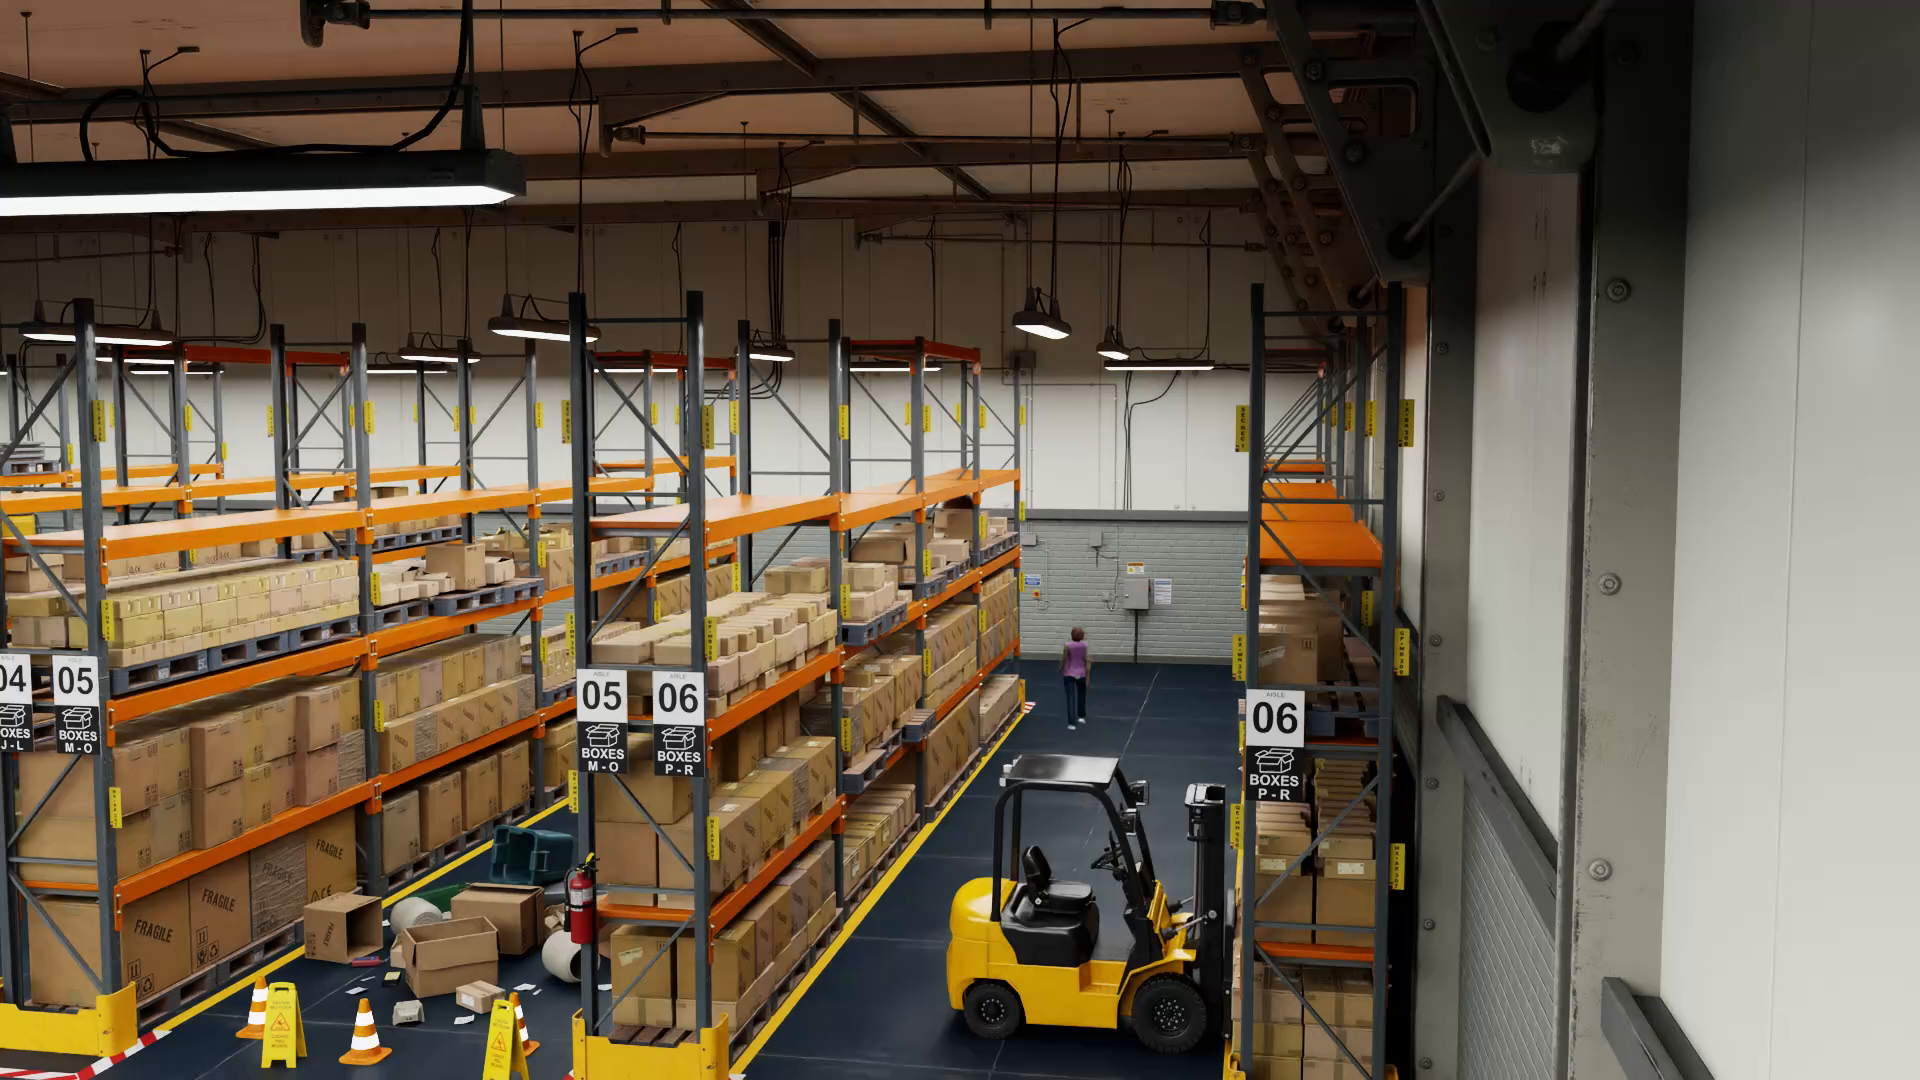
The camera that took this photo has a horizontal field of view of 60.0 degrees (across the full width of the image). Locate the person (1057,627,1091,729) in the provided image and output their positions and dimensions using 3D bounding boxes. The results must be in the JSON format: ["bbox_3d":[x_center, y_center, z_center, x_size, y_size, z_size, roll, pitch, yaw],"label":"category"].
[{"bbox_3d":[1.726,2.071,25.197,0.532,1.537,0.876,1,5,7],"label":"person"}]
